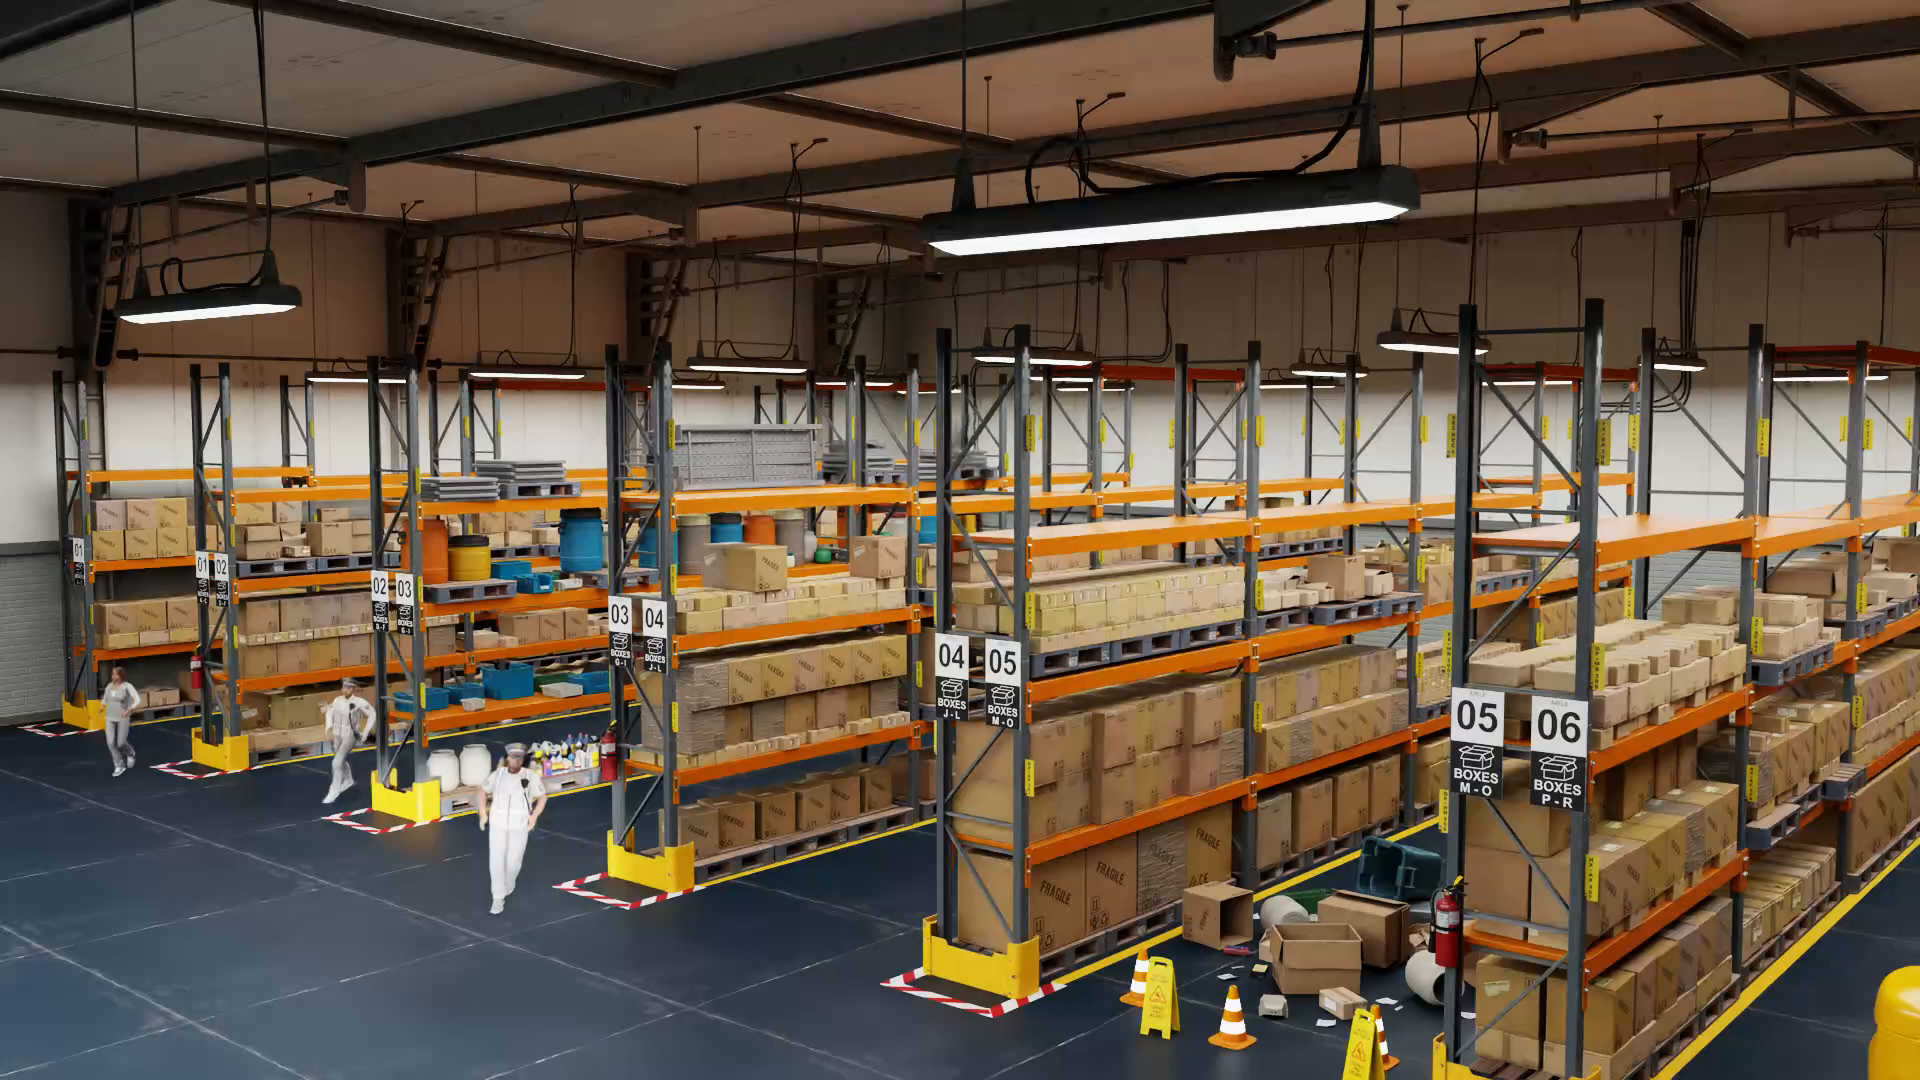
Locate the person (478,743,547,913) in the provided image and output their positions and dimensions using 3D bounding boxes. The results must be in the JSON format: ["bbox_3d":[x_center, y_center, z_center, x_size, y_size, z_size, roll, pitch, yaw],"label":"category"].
[{"bbox_3d":[-4.779,3.033,17.716,0.721,1.759,0.642,-1,4,-7],"label":"person"}]

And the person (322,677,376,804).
[{"bbox_3d":[-8.345,2.706,22.661,0.680,1.717,0.737,1,4,18],"label":"person"}]

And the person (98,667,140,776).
[{"bbox_3d":[-12.305,2.647,24.343,0.560,1.583,0.528,0,4,-4],"label":"person"}]
